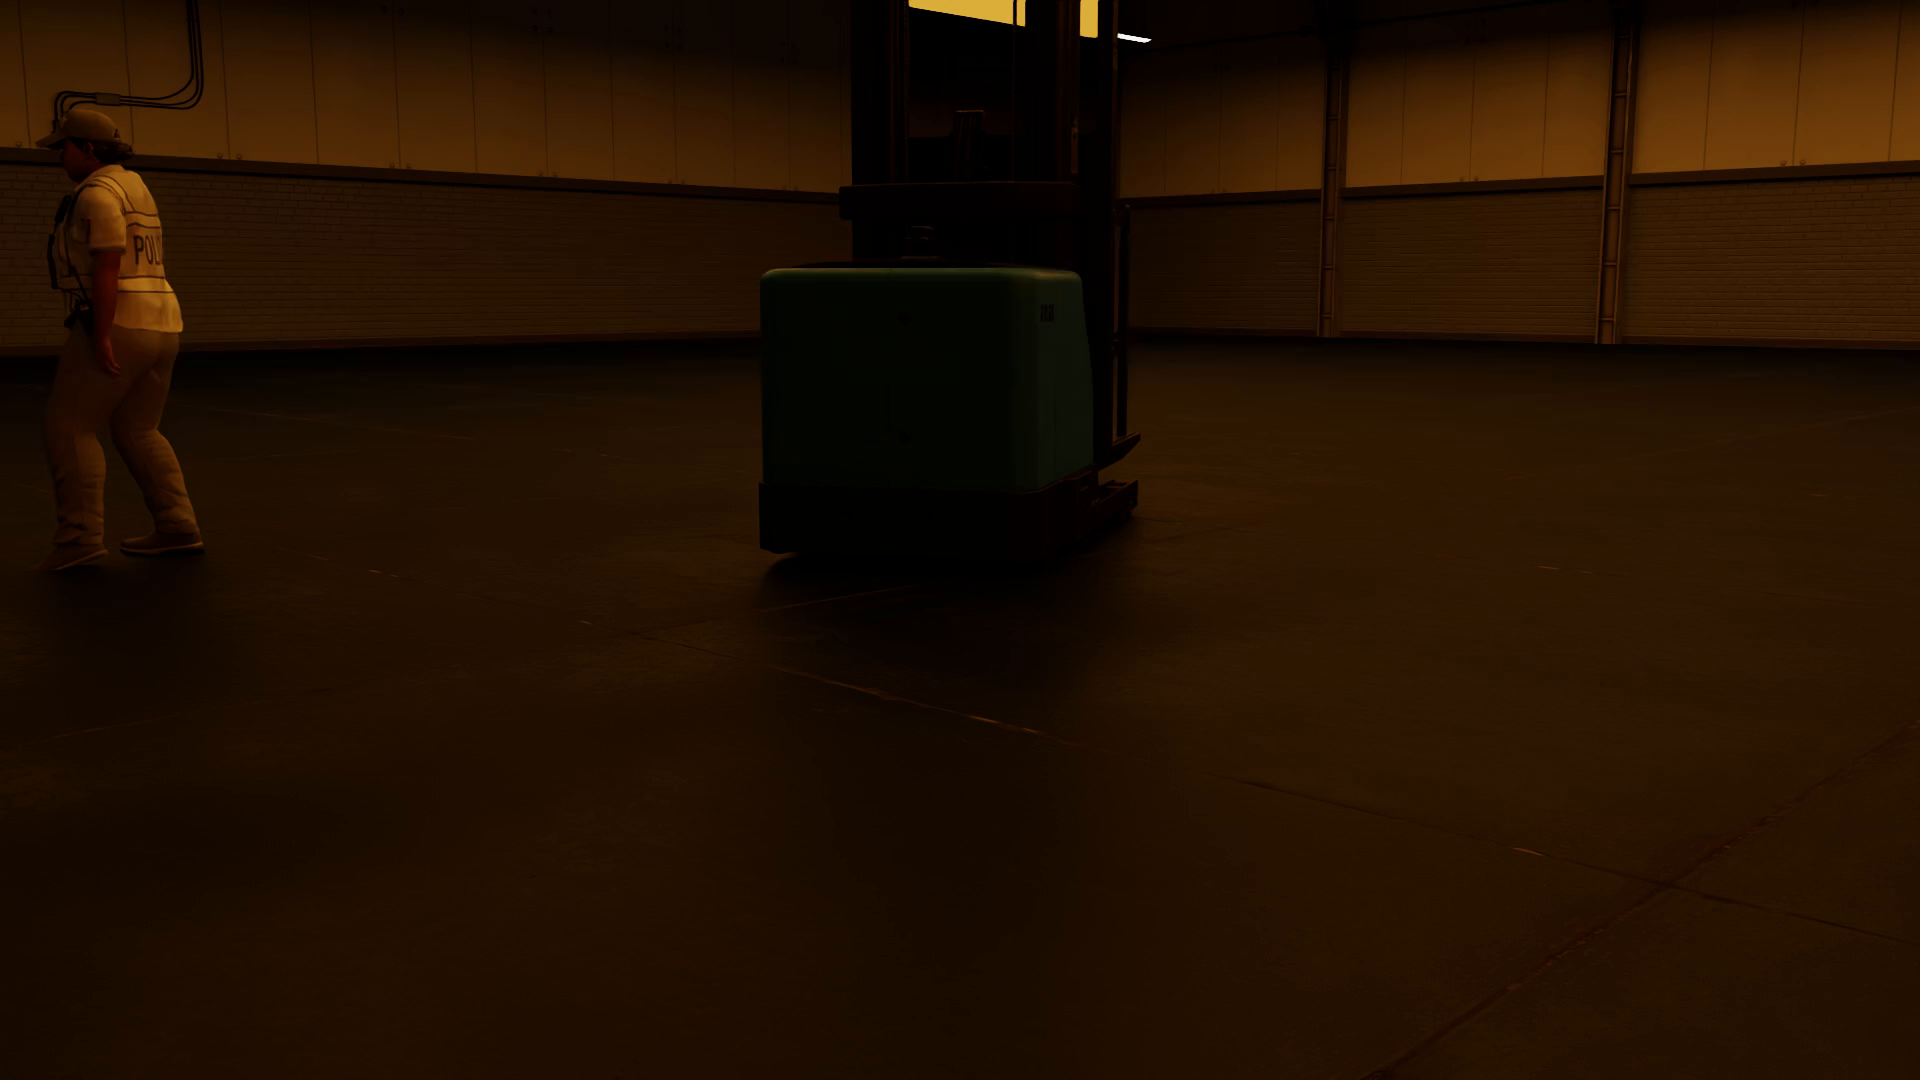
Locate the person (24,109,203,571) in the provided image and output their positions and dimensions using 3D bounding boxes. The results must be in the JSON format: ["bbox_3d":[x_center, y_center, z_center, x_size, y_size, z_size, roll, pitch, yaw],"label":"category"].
[{"bbox_3d":[-3.171,-0.727,6.165,0.513,1.698,0.590,-1,9,-5],"label":"person"}]

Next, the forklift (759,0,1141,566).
[{"bbox_3d":[0.169,-1.537,7.079,1.130,2.935,3.031,2,9,16],"label":"forklift"}]
